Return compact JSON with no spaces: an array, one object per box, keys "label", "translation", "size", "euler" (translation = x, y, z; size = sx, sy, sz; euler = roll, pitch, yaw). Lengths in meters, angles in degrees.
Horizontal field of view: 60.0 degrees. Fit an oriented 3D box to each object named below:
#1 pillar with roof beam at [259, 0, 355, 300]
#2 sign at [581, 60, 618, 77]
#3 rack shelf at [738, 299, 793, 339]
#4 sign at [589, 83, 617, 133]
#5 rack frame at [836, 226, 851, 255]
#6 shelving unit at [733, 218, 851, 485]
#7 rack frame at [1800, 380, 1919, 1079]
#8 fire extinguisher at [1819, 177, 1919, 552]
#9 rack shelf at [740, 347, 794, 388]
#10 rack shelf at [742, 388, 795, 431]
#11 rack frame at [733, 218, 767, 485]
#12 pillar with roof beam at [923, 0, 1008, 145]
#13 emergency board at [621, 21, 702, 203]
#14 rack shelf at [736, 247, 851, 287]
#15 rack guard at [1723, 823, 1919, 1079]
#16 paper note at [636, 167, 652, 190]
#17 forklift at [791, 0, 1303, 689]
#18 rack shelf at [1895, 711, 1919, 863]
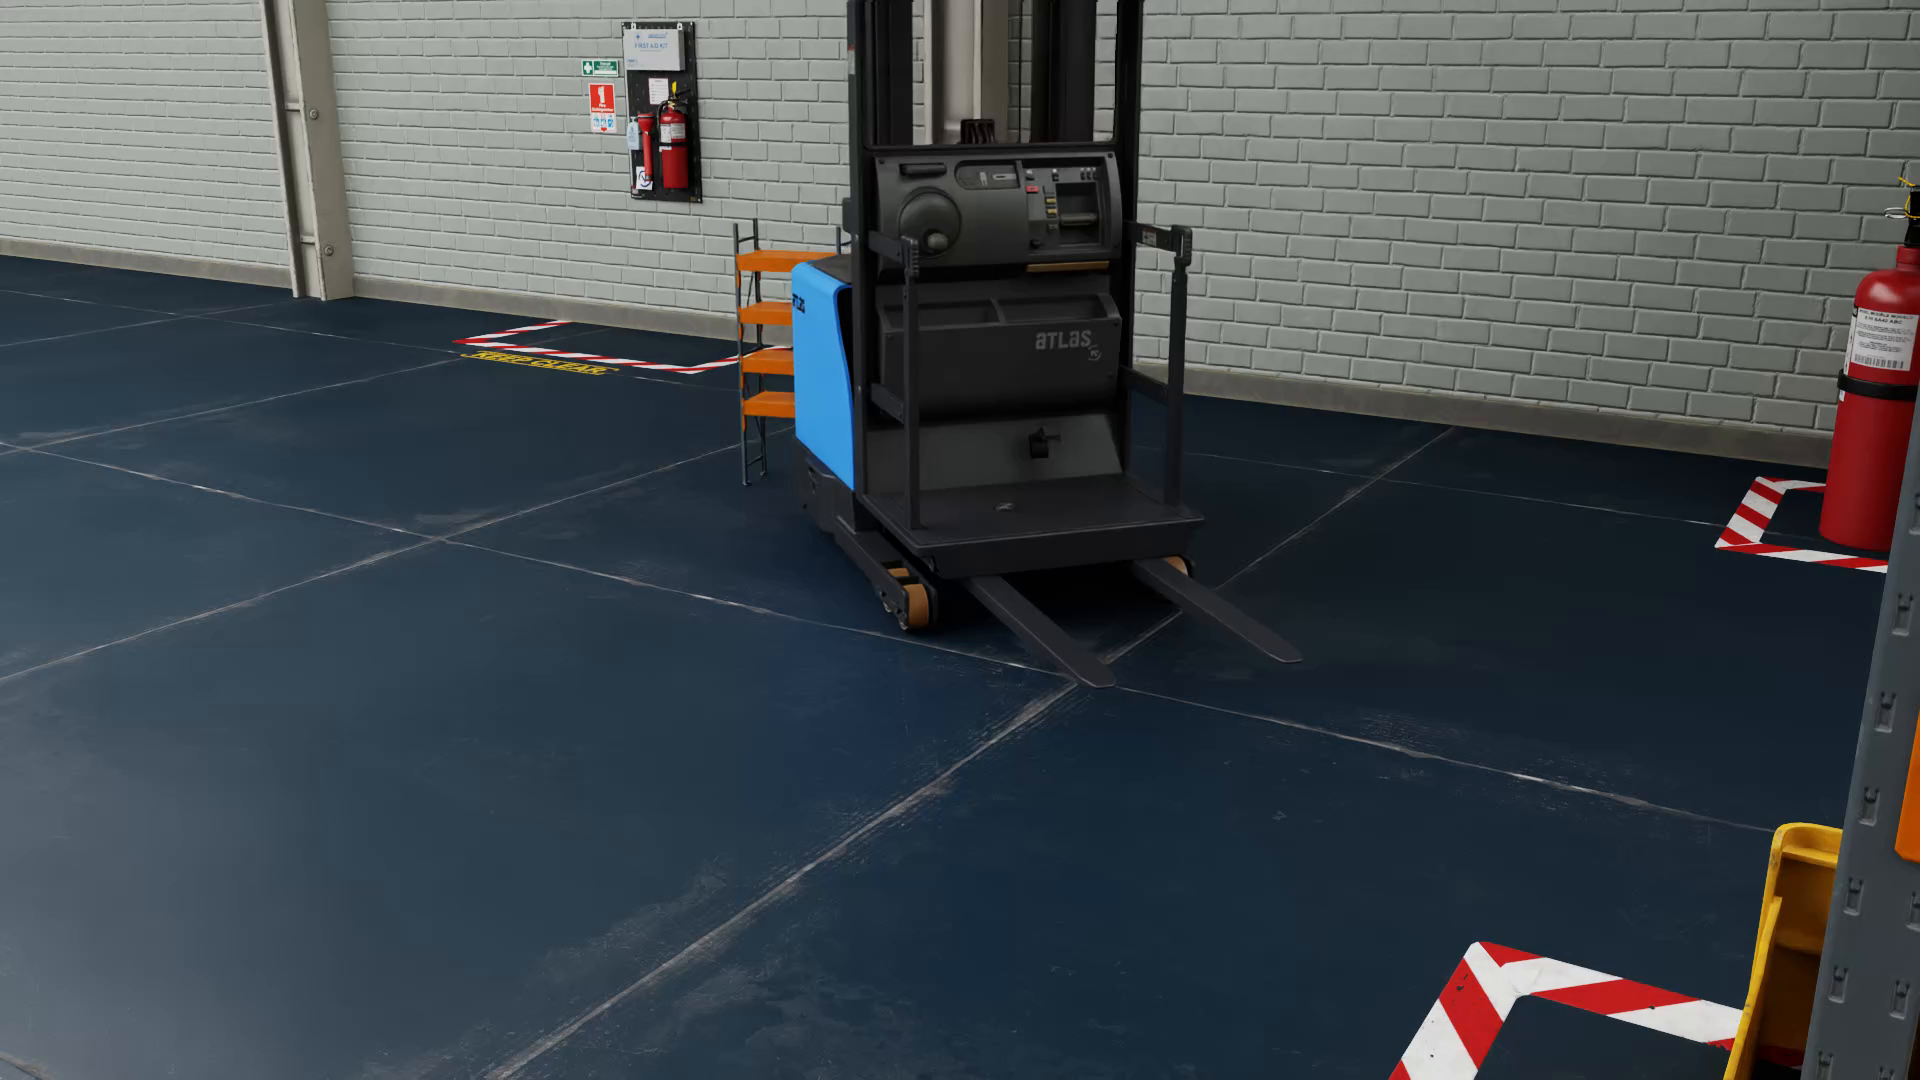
[{"label":"pillar with roof beam","translation":[-7.333,-5.192,8.490],"size":[0.400,9.000,9.100],"euler":[10,20,30]},{"label":"sign","translation":[-2.471,-3.237,11.405],"size":[0.331,0.109,0.001],"euler":[10,20,30]},{"label":"rack shelf","translation":[-0.732,-0.992,7.545],"size":[0.480,0.148,0.258],"euler":[5,18,16]},{"label":"sign","translation":[-2.470,-2.987,11.492],"size":[0.234,0.329,0.001],"euler":[10,20,30]},{"label":"rack frame","translation":[-0.499,-0.822,7.523],"size":[0.015,1.200,0.240],"euler":[5,18,16]},{"label":"shelving unit","translation":[-0.732,-0.843,7.591],"size":[0.503,1.200,0.258],"euler":[5,18,16]},{"label":"rack frame","translation":[1.507,-0.227,2.467],"size":[0.127,3.000,1.000],"euler":[10,20,30]},{"label":"fire extinguisher","translation":[1.650,-0.323,2.916],"size":[0.183,0.674,0.296],"euler":[10,20,30]},{"label":"rack shelf","translation":[-0.732,-0.778,7.610],"size":[0.480,0.148,0.258],"euler":[5,18,16]},{"label":"rack shelf","translation":[-0.732,-0.588,7.668],"size":[0.480,0.148,0.258],"euler":[5,18,16]},{"label":"rack frame","translation":[-0.966,-0.863,7.659],"size":[0.015,1.200,0.240],"euler":[5,18,16]},{"label":"pillar with roof beam","translation":[-2.220,-4.279,5.485],"size":[0.400,9.000,9.100],"euler":[10,20,30]},{"label":"emergency board","translation":[-2.053,-2.860,11.136],"size":[0.643,1.169,0.194],"euler":[10,20,30]},{"label":"rack shelf","translation":[-0.732,-1.219,7.477],"size":[0.480,0.148,0.258],"euler":[5,18,16]},{"label":"rack guard","translation":[1.487,0.965,2.843],"size":[0.348,0.500,1.175],"euler":[10,20,30]},{"label":"paper note","translation":[-2.168,-2.483,11.409],"size":[0.142,0.148,0.016],"euler":[10,20,30]},{"label":"forklift","translation":[0.217,-1.217,5.844],"size":[1.130,2.935,3.031],"euler":[-6,18,-18]},{"label":"rack shelf","translation":[3.211,0.422,1.570],"size":[4.000,0.370,1.077],"euler":[10,20,30]}]
